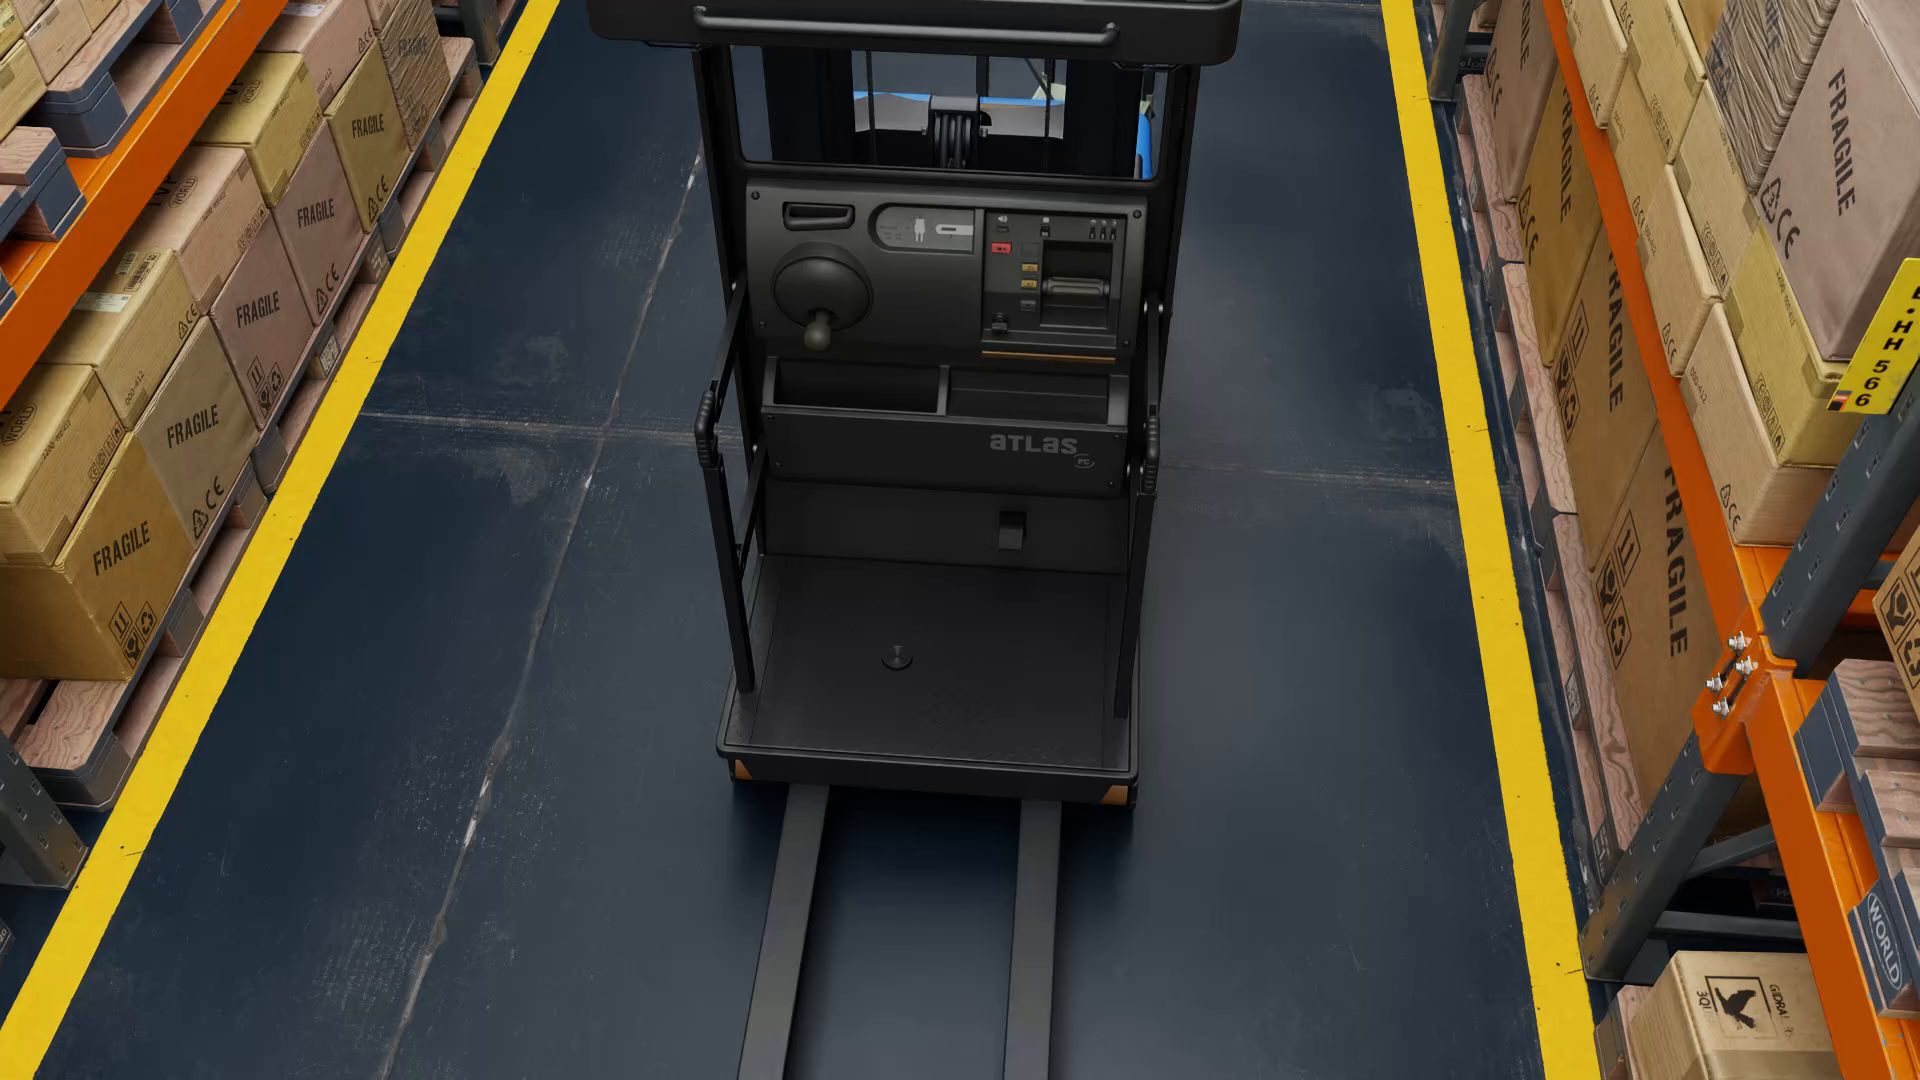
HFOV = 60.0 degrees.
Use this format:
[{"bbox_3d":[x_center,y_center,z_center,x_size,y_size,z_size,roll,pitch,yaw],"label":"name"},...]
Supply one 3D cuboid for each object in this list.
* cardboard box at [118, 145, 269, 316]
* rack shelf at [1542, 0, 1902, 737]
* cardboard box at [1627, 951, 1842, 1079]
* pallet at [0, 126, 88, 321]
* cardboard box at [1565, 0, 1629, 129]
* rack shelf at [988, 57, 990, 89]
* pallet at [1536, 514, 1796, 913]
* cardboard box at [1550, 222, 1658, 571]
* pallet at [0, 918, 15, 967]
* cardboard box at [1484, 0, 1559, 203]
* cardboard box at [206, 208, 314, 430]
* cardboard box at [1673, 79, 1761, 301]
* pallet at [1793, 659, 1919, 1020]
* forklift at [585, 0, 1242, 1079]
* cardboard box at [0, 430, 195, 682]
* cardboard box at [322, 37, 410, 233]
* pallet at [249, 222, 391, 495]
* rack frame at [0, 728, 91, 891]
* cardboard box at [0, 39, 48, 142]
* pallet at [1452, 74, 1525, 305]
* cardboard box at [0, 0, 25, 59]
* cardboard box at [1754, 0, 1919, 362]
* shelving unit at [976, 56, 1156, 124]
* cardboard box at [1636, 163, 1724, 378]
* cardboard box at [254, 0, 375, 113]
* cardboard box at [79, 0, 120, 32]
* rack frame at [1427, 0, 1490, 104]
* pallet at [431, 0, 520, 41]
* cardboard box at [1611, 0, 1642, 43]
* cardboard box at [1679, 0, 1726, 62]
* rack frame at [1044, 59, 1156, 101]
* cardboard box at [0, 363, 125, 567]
[{"bbox_3d":[-2.440,-0.940,4.978,0.500,0.250,0.500,4,48,4],"label":"cardboard box"},{"bbox_3d":[2.273,-1.131,4.739,1.077,0.370,4.000,4,48,4],"label":"rack shelf"},{"bbox_3d":[2.030,1.256,3.565,0.950,0.372,0.625,1,48,1],"label":"cardboard box"},{"bbox_3d":[-2.889,-0.629,3.922,1.213,0.211,1.003,4,48,4],"label":"pallet"},{"bbox_3d":[1.990,-1.365,4.567,0.500,0.250,0.500,3,48,3],"label":"cardboard box"},{"bbox_3d":[0.367,-1.738,5.294,0.431,0.370,0.720,15,49,13],"label":"rack shelf"},{"bbox_3d":[2.238,0.463,4.684,1.003,0.211,1.213,4,48,4],"label":"pallet"},{"bbox_3d":[2.322,-0.486,4.817,0.875,0.875,0.875,4,48,4],"label":"cardboard box"},{"bbox_3d":[-2.995,1.353,3.870,1.003,0.211,1.213,4,48,4],"label":"pallet"},{"bbox_3d":[2.479,-1.807,6.025,0.875,0.875,0.875,5,48,5],"label":"cardboard box"},{"bbox_3d":[-2.445,-0.711,5.277,0.500,0.500,0.500,3,48,3],"label":"cardboard box"},{"bbox_3d":[1.925,-0.772,3.686,0.500,0.250,0.500,3,48,3],"label":"cardboard box"},{"bbox_3d":[2.132,0.692,2.715,1.213,0.211,1.003,4,48,4],"label":"pallet"},{"bbox_3d":[-0.051,-0.526,3.745,1.130,2.935,3.031,3,48,3],"label":"forklift"},{"bbox_3d":[-2.529,0.037,4.593,0.500,0.500,0.500,2,48,2],"label":"cardboard box"},{"bbox_3d":[-2.347,-1.462,5.964,0.500,0.500,0.500,3,48,3],"label":"cardboard box"},{"bbox_3d":[-2.661,-0.690,5.738,1.003,0.211,1.213,4,48,4],"label":"pallet"},{"bbox_3d":[-2.848,-0.163,3.366,1.000,3.000,0.127,4,48,4],"label":"rack frame"},{"bbox_3d":[-2.534,-1.129,4.135,0.380,0.149,0.250,6,48,5],"label":"cardboard box"},{"bbox_3d":[2.460,-1.330,6.324,1.003,0.211,1.213,4,48,4],"label":"pallet"},{"bbox_3d":[-2.537,-1.243,4.038,0.380,0.149,0.250,4,48,4],"label":"cardboard box"},{"bbox_3d":[1.878,-0.673,3.087,0.500,0.500,0.500,3,48,2],"label":"cardboard box"},{"bbox_3d":[0.367,-1.475,5.582,0.431,1.500,0.755,15,49,13],"label":"shelving unit"},{"bbox_3d":[1.909,-0.619,3.885,0.500,0.250,0.500,5,48,4],"label":"cardboard box"},{"bbox_3d":[-2.359,-1.712,5.684,0.500,0.250,0.500,6,48,5],"label":"cardboard box"},{"bbox_3d":[-2.487,-1.509,4.483,0.380,0.149,0.250,4,48,4],"label":"cardboard box"},{"bbox_3d":[2.456,-2.843,5.818,1.000,3.000,0.127,4,48,4],"label":"rack frame"},{"bbox_3d":[-2.457,-2.657,7.537,1.003,0.211,1.213,4,48,4],"label":"pallet"},{"bbox_3d":[1.999,-1.531,4.381,0.500,0.250,0.500,3,48,2],"label":"cardboard box"},{"bbox_3d":[1.968,-1.415,3.766,0.500,0.500,0.500,4,48,4],"label":"cardboard box"},{"bbox_3d":[0.492,-1.728,5.814,0.400,1.500,0.023,15,49,13],"label":"rack frame"},{"bbox_3d":[-2.544,-0.204,4.305,0.500,0.250,0.500,2,48,2],"label":"cardboard box"}]
